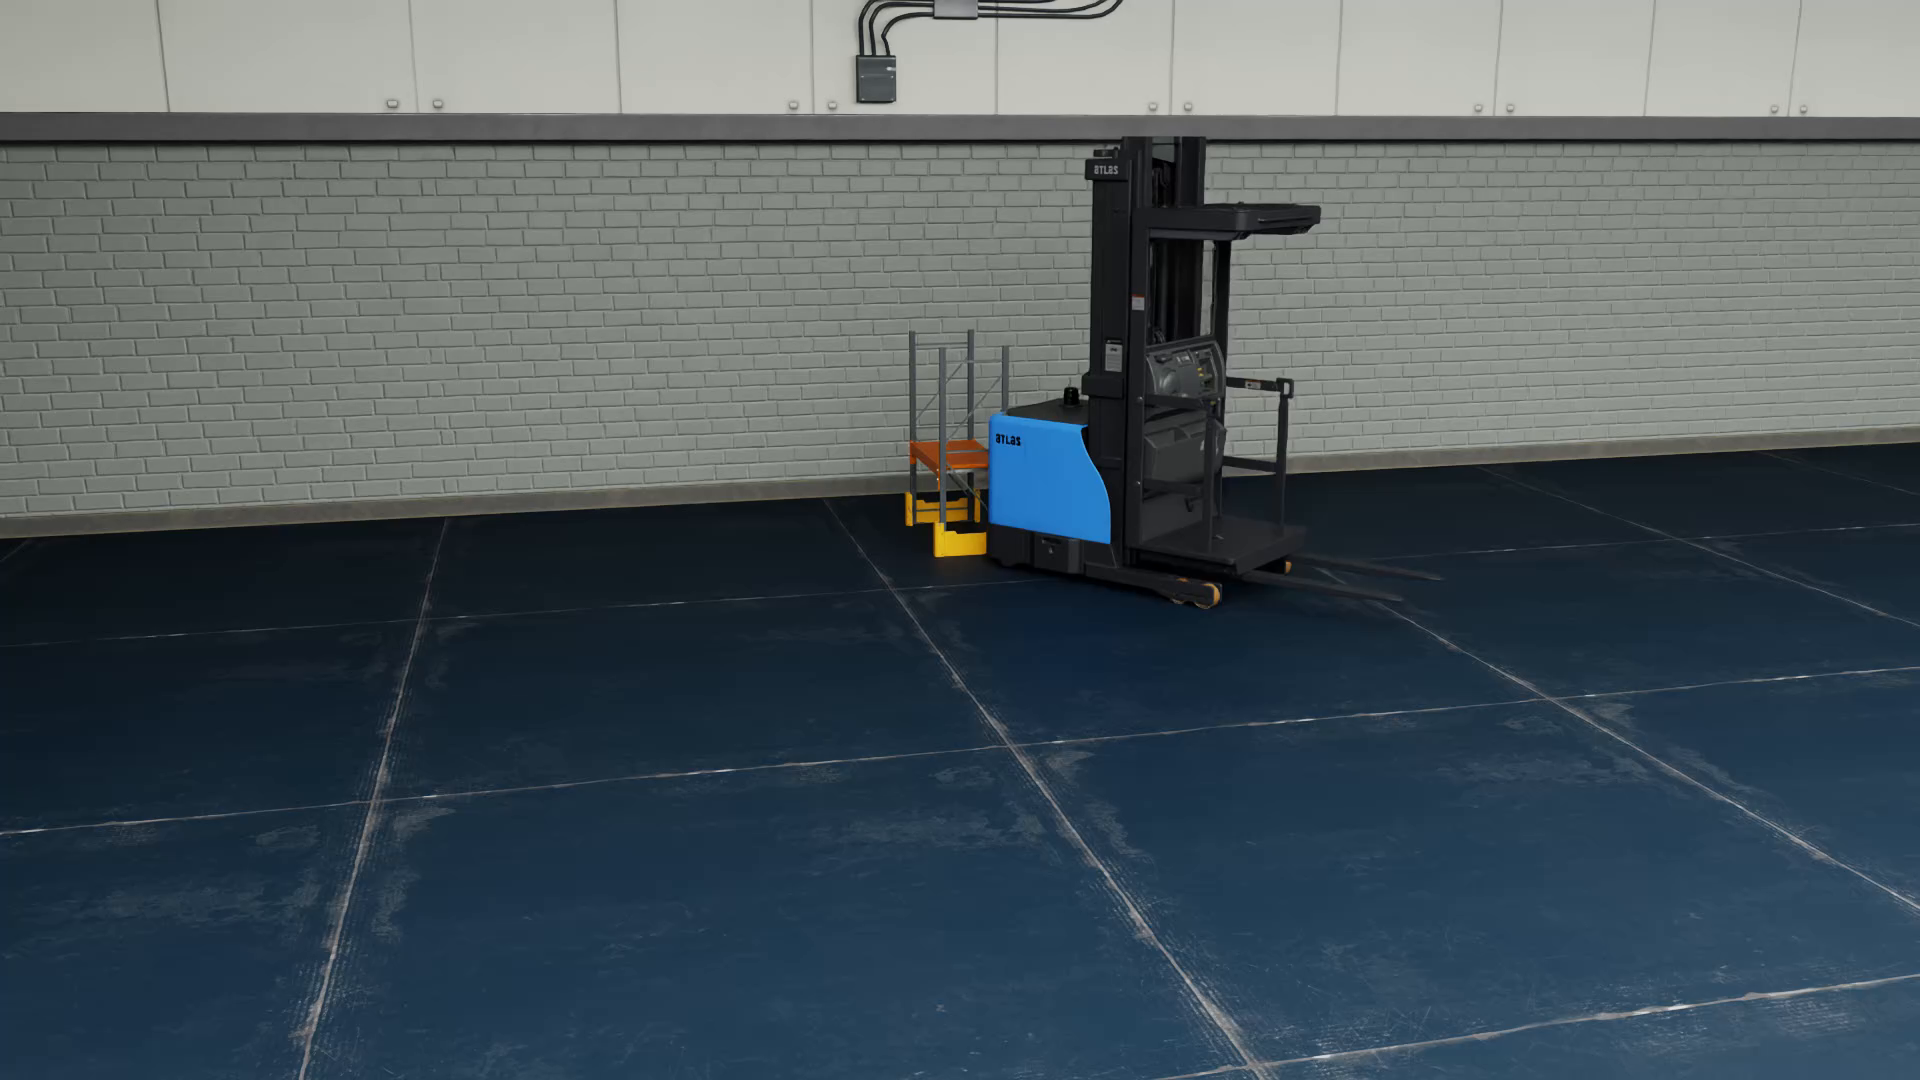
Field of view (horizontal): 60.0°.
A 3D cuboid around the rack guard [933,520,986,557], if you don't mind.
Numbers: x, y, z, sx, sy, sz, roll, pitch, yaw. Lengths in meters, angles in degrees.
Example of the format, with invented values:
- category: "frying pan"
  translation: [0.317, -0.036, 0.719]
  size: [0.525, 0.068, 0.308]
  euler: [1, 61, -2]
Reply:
- category: "rack guard"
  translation: [0.099, -0.024, 11.999]
  size: [0.587, 0.250, 0.087]
  euler: [-3, 14, -13]

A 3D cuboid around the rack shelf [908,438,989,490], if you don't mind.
- category: "rack shelf"
  translation: [-0.020, -0.574, 12.372]
  size: [0.538, 0.185, 1.000]
  euler: [-3, 14, -13]

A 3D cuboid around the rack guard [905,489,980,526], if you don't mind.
- category: "rack guard"
  translation: [-0.135, -0.254, 12.940]
  size: [0.587, 0.250, 0.087]
  euler: [-3, 14, -13]

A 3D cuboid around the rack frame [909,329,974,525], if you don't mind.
- category: "rack frame"
  translation: [-0.139, -0.866, 12.810]
  size: [0.500, 1.500, 0.032]
  euler: [-3, 14, -13]

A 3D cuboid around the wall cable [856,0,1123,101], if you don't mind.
- category: "wall cable"
  translation: [0.312, -6.454, 12.716]
  size: [2.305, 6.003, 0.169]
  euler: [-3, 14, -13]

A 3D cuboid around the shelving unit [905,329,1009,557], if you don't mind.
- category: "shelving unit"
  translation: [-0.018, -0.746, 12.321]
  size: [0.587, 1.500, 1.083]
  euler: [-3, 14, -13]

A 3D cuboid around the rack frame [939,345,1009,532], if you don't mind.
- category: "rack frame"
  translation: [0.099, -0.631, 11.850]
  size: [0.500, 1.500, 0.032]
  euler: [-3, 14, -13]

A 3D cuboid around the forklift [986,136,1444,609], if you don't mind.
- category: "forklift"
  translation: [1.659, -1.125, 10.856]
  size: [3.031, 2.935, 1.130]
  euler: [10, 17, 36]
